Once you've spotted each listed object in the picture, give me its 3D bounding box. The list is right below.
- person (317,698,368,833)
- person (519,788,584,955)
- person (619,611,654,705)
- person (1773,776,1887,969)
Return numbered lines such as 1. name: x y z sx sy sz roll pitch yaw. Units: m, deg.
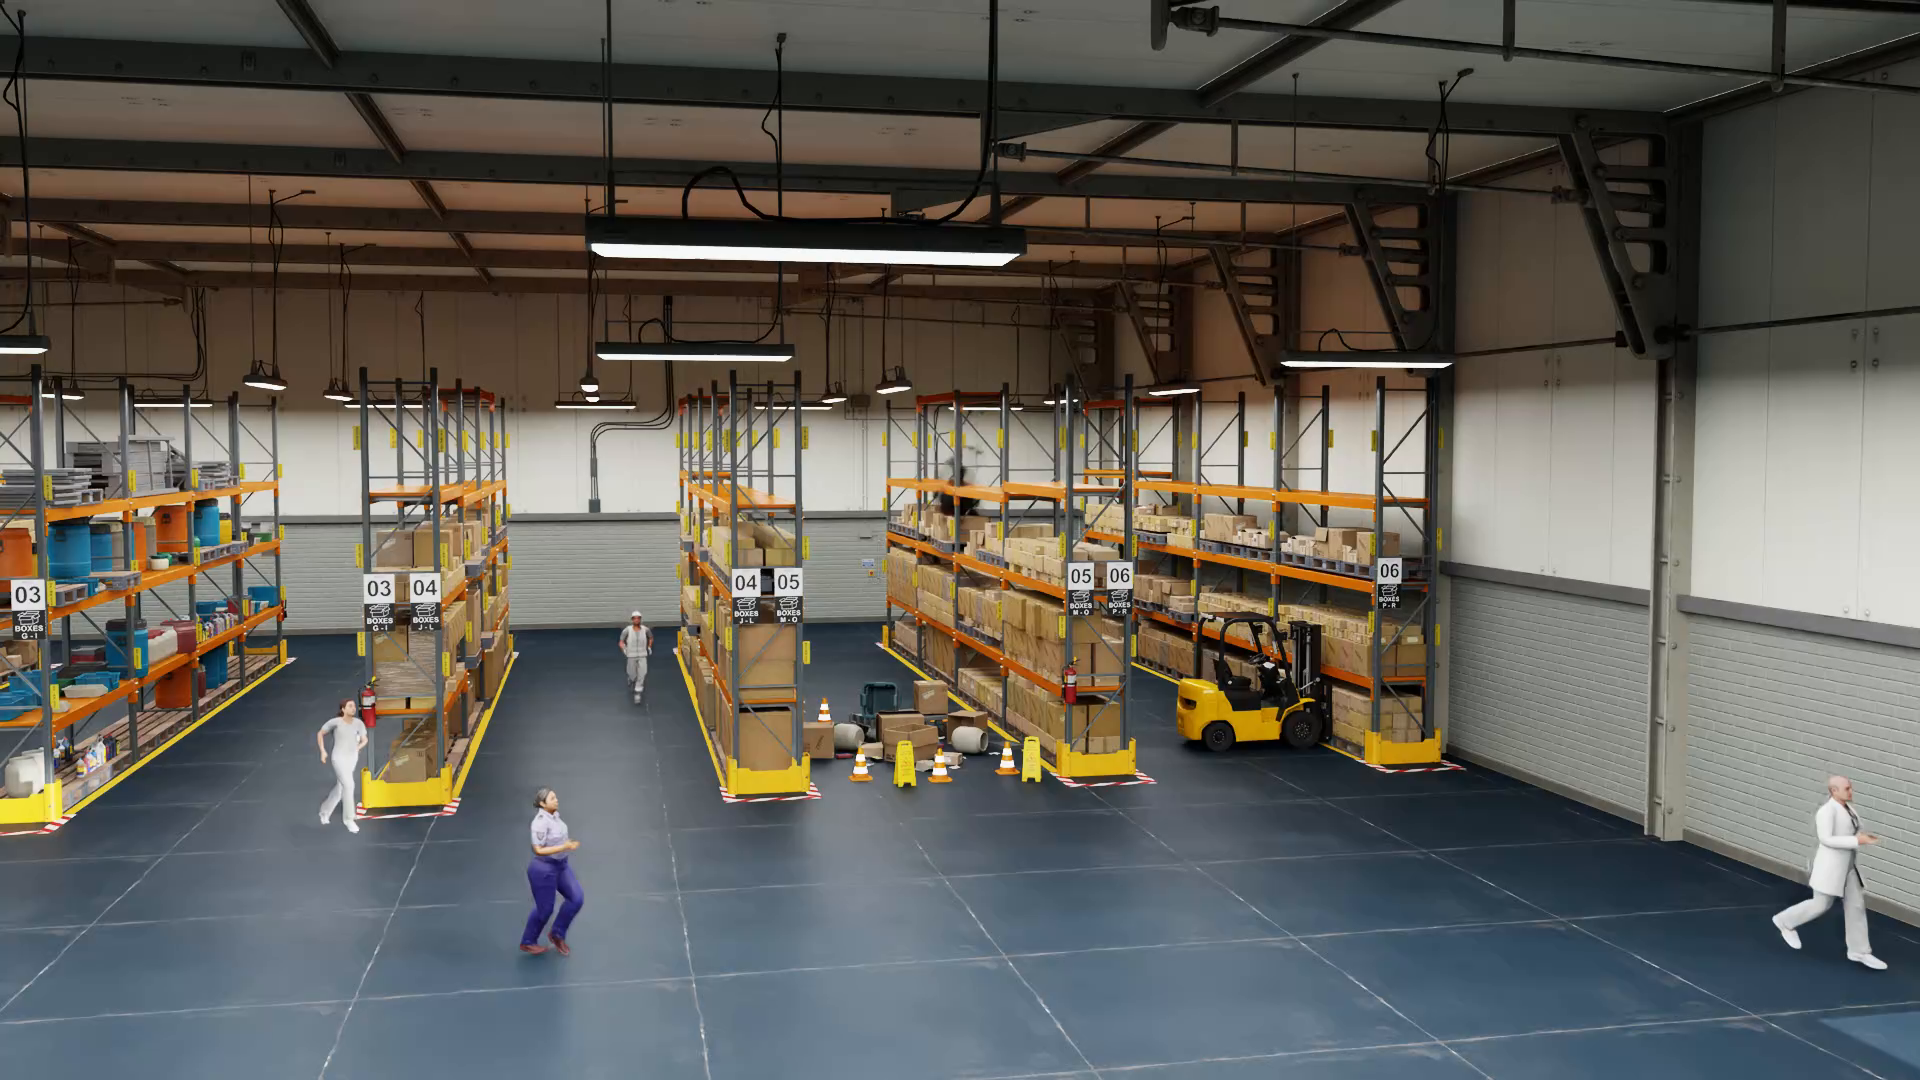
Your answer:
1. person: -7.929 2.879 21.534 0.867 1.664 0.575 2 4 36
2. person: -3.951 3.233 16.126 0.661 1.676 0.586 1 3 12
3. person: -6.153 2.240 31.720 0.655 1.762 0.832 -1 4 -18
4. person: 8.367 3.130 15.948 0.703 1.764 1.059 -2 4 -36
